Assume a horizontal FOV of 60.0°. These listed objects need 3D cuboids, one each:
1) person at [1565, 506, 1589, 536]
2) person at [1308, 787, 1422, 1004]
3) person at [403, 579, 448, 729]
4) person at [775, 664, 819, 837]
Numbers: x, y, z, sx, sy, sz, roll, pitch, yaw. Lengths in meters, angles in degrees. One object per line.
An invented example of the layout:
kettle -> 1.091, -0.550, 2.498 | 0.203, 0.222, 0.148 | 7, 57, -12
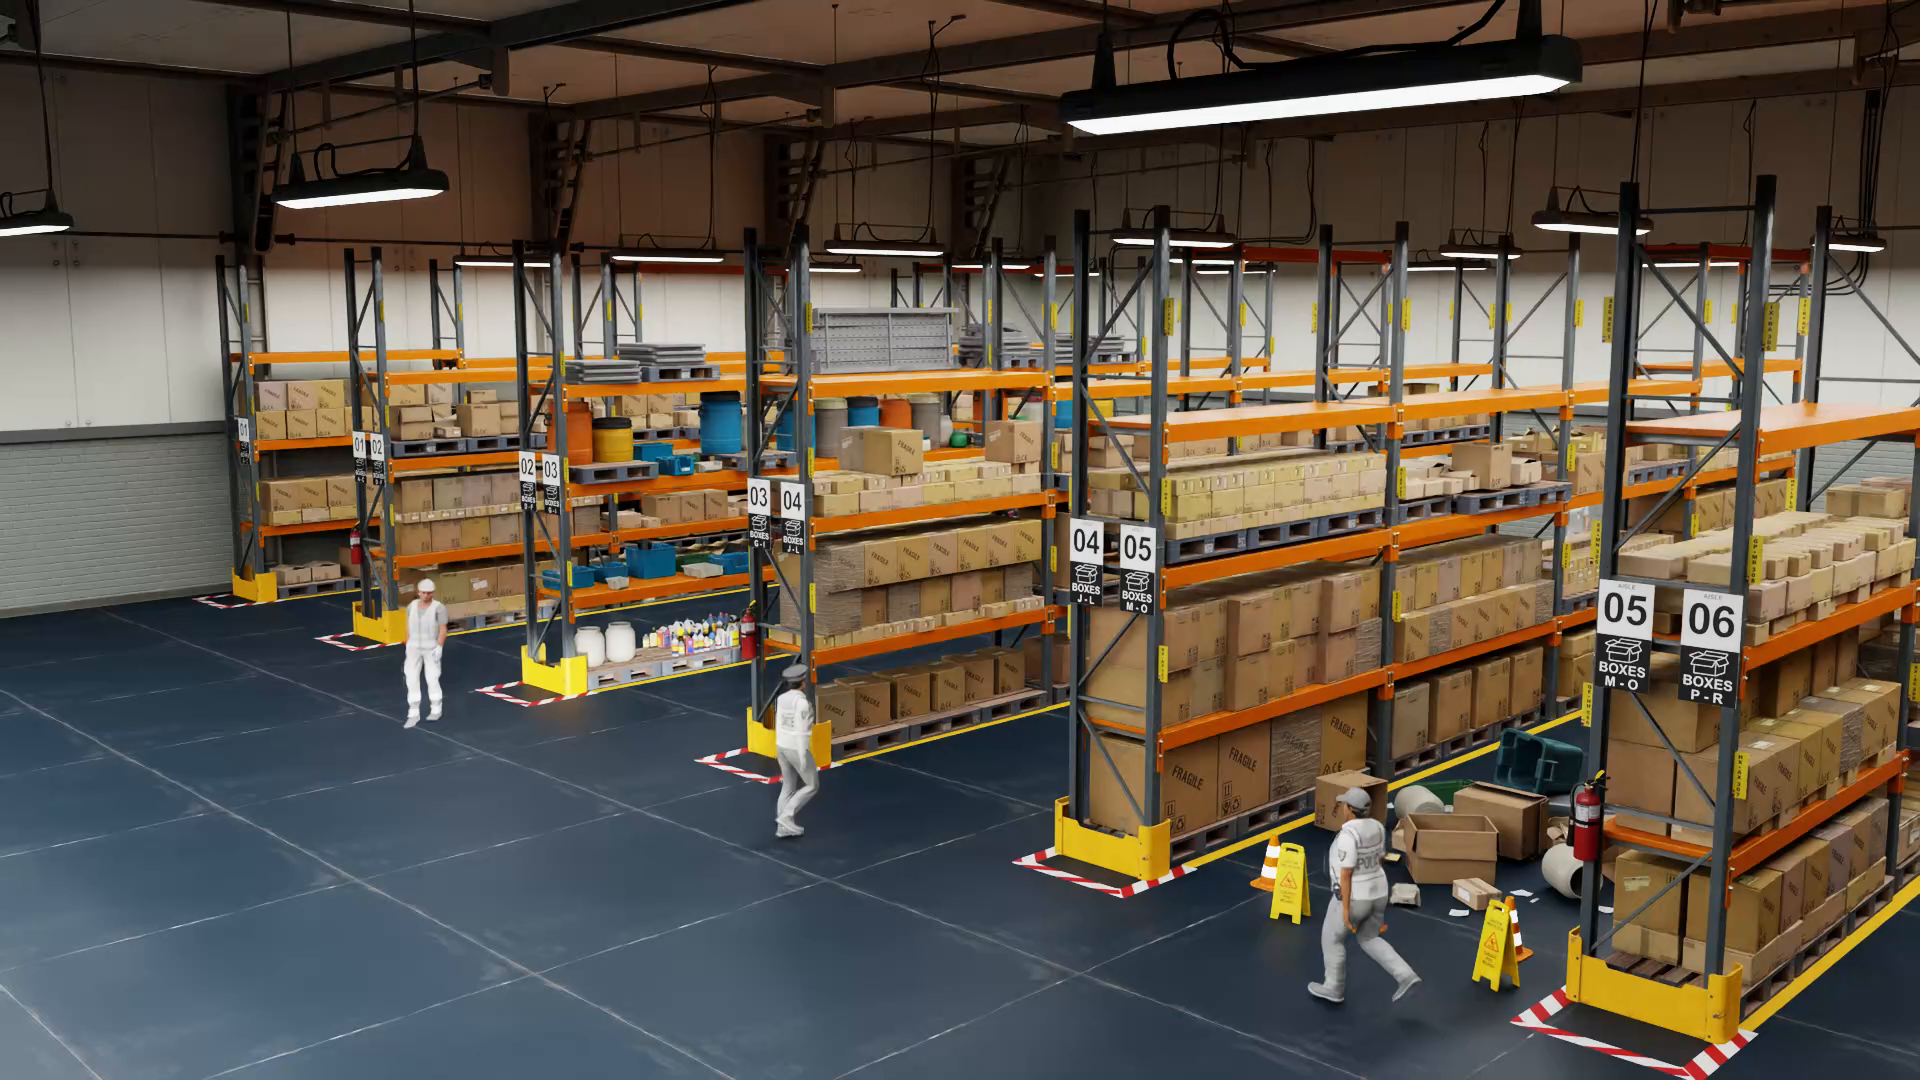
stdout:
person -> 11.855, -0.178, 31.950 | 0.452, 1.622, 1.033 | 5, 9, 30
person -> 2.963, 2.630, 12.199 | 0.479, 1.631, 0.824 | -8, 11, -44
person -> -6.632, 1.403, 20.534 | 0.565, 1.839, 0.584 | 0, 8, 2
person -> -1.641, 2.058, 16.156 | 0.447, 1.667, 0.520 | -6, 10, -34
